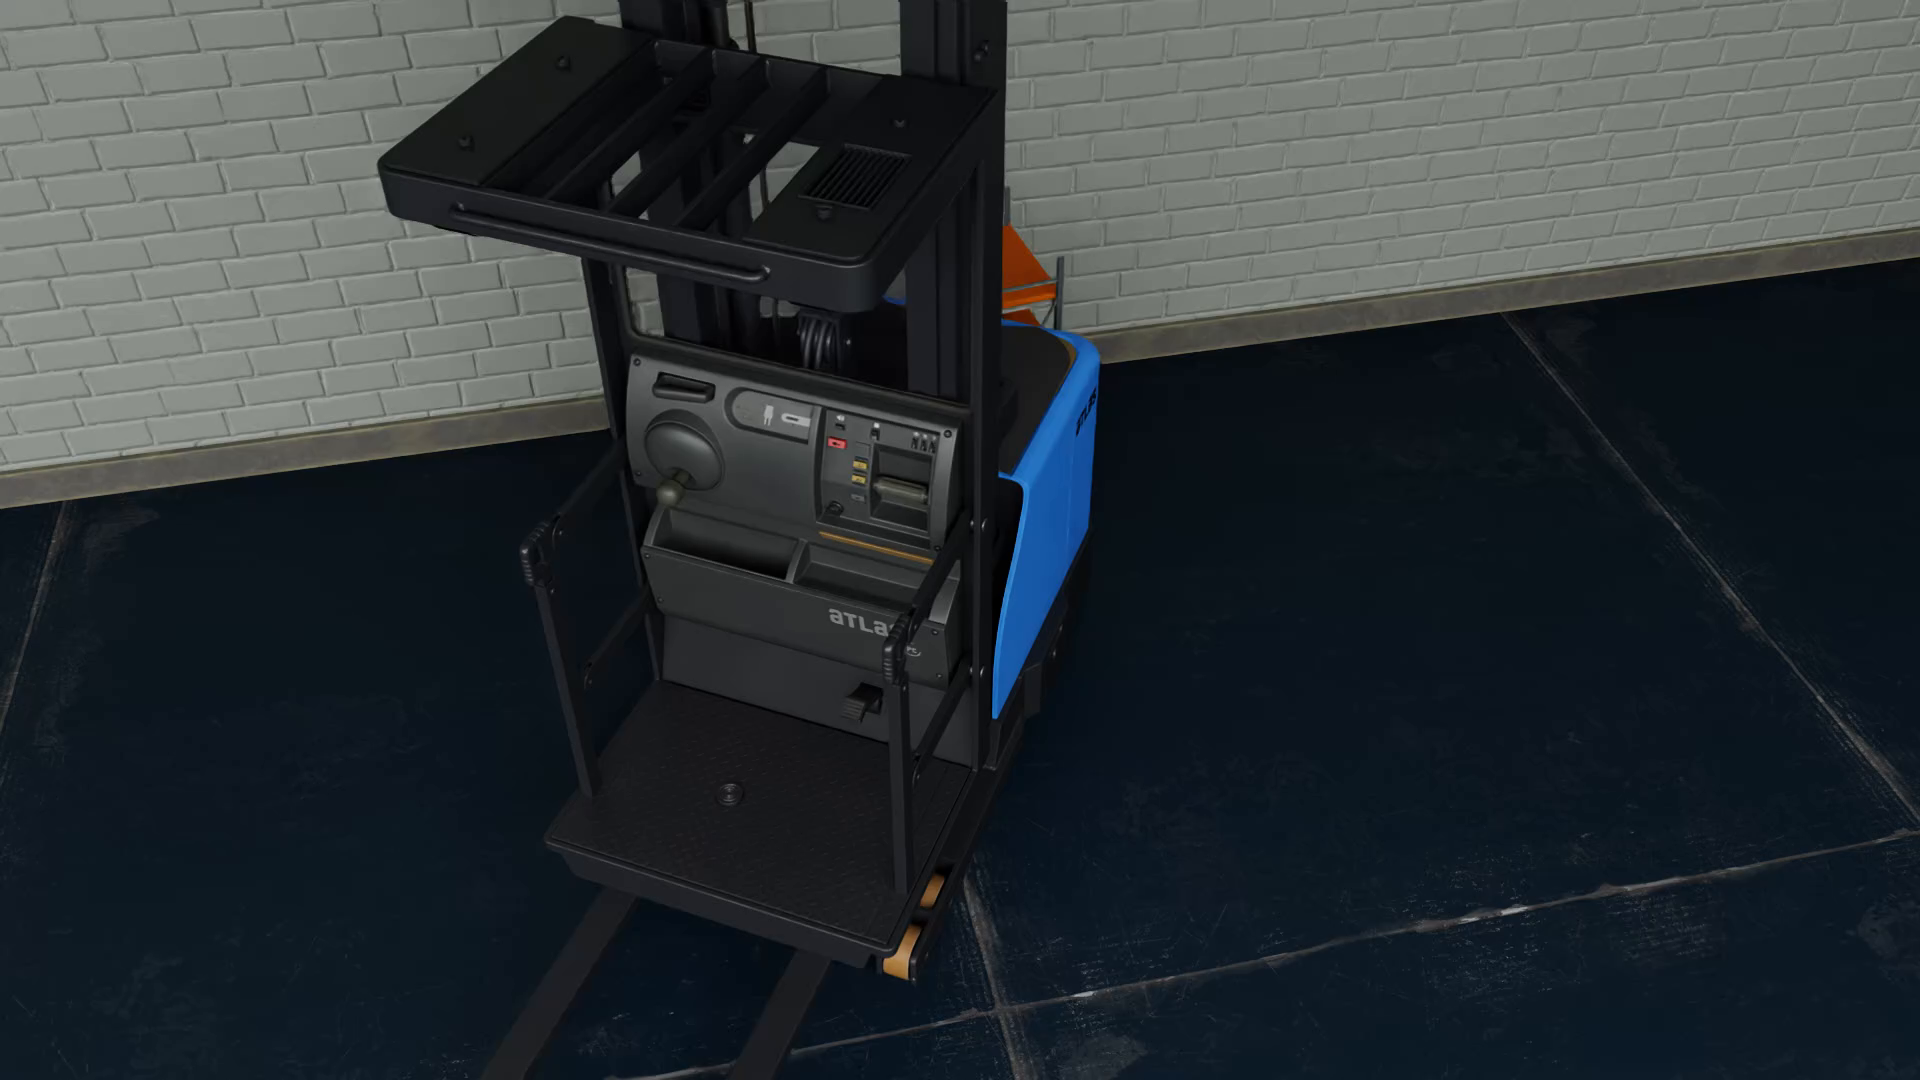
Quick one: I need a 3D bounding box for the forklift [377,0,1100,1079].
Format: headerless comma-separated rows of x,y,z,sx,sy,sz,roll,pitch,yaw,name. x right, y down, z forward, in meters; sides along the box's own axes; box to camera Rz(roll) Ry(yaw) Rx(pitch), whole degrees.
-0.524,-0.143,4.203,1.130,2.935,3.031,14,43,15,forklift

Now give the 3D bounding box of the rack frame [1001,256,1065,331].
0.230,-0.458,5.862,0.240,1.200,0.015,-14,43,-15,rack frame

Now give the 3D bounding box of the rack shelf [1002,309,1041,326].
0.147,-0.727,5.930,0.258,0.148,0.480,-14,43,-15,rack shelf

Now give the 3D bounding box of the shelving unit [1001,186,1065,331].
0.147,-0.610,6.033,0.258,1.200,0.503,-14,43,-15,shelving unit

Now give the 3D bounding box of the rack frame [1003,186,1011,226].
0.063,-0.762,6.205,0.240,1.200,0.015,-14,43,-15,rack frame

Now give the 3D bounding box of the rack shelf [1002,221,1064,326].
0.147,-0.904,5.773,0.258,0.148,0.480,-14,43,-15,rack shelf
